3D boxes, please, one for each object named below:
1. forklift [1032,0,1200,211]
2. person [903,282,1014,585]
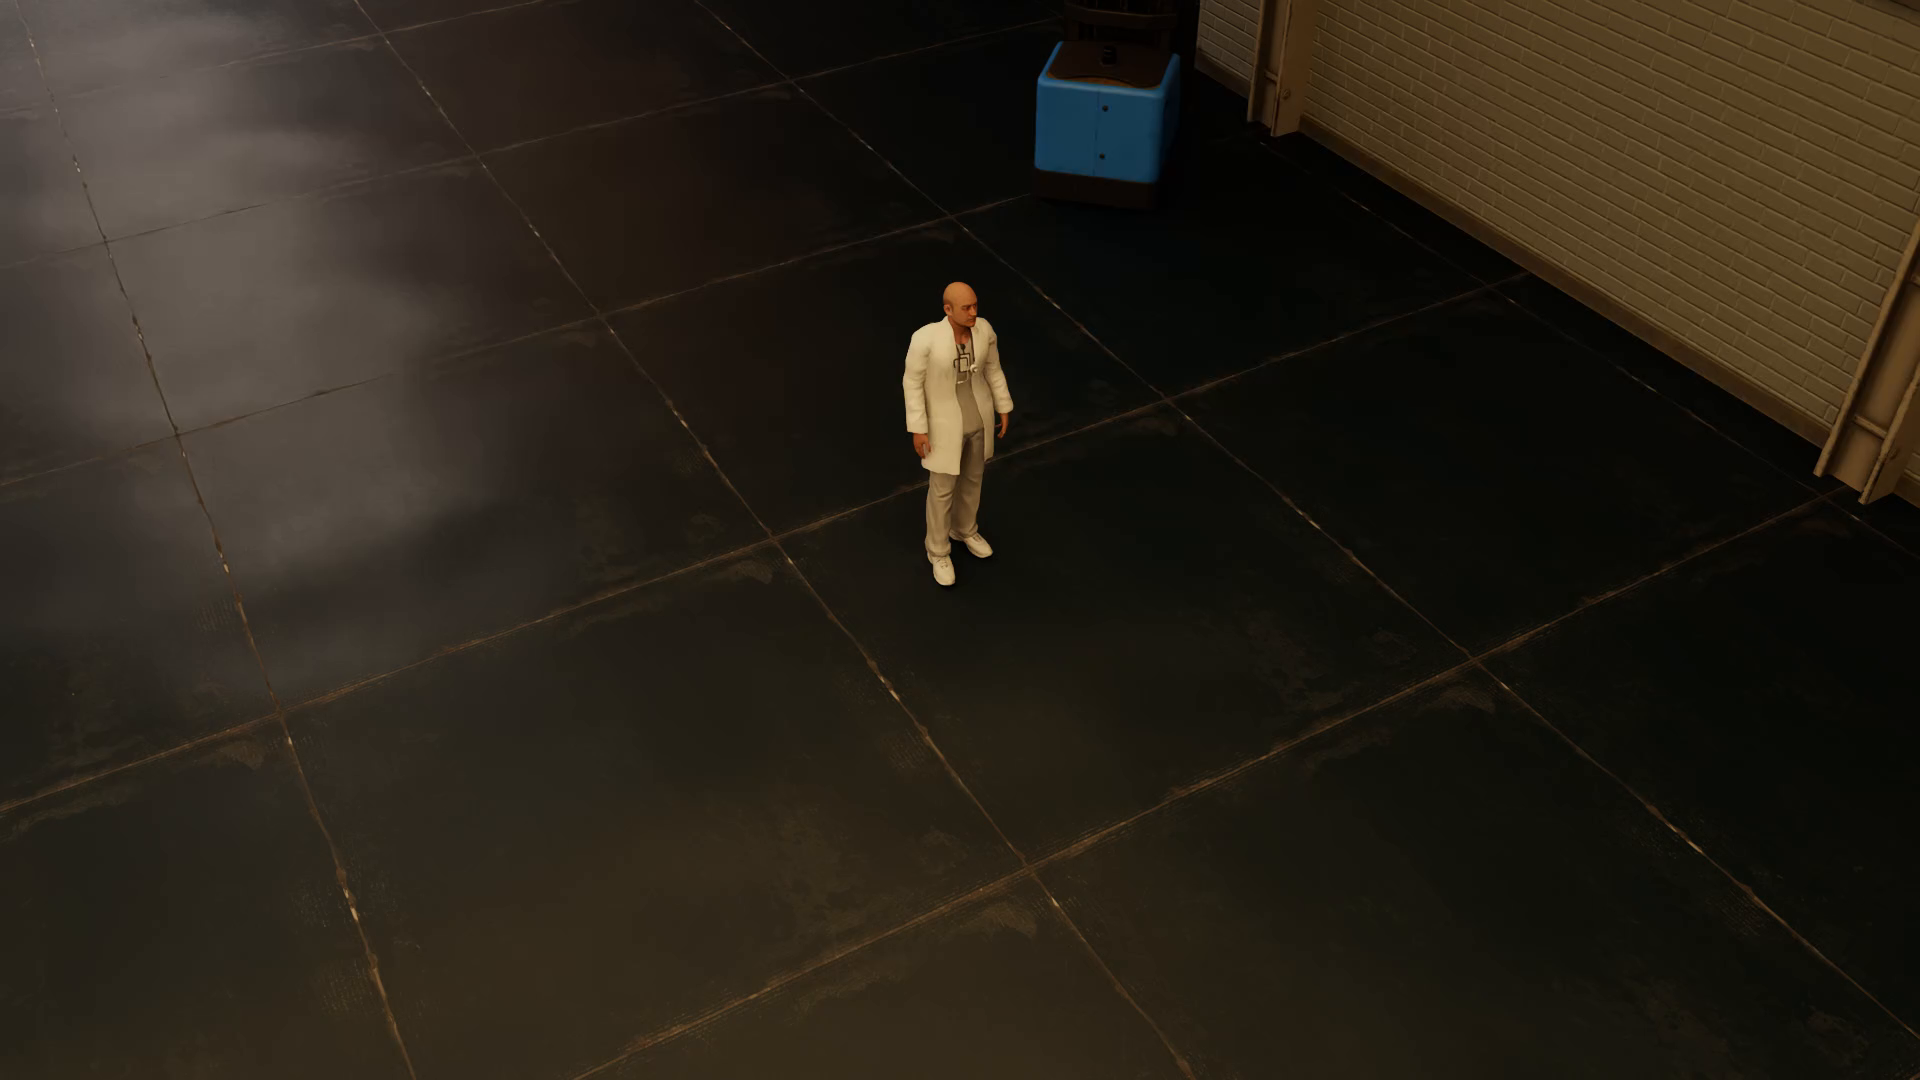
[{"bbox_3d":[1.467,-4.735,13.745,1.130,2.935,3.031,10,41,12],"label":"forklift"},{"bbox_3d":[0.041,-0.638,9.698,0.696,1.776,0.581,-20,44,-23],"label":"person"}]
